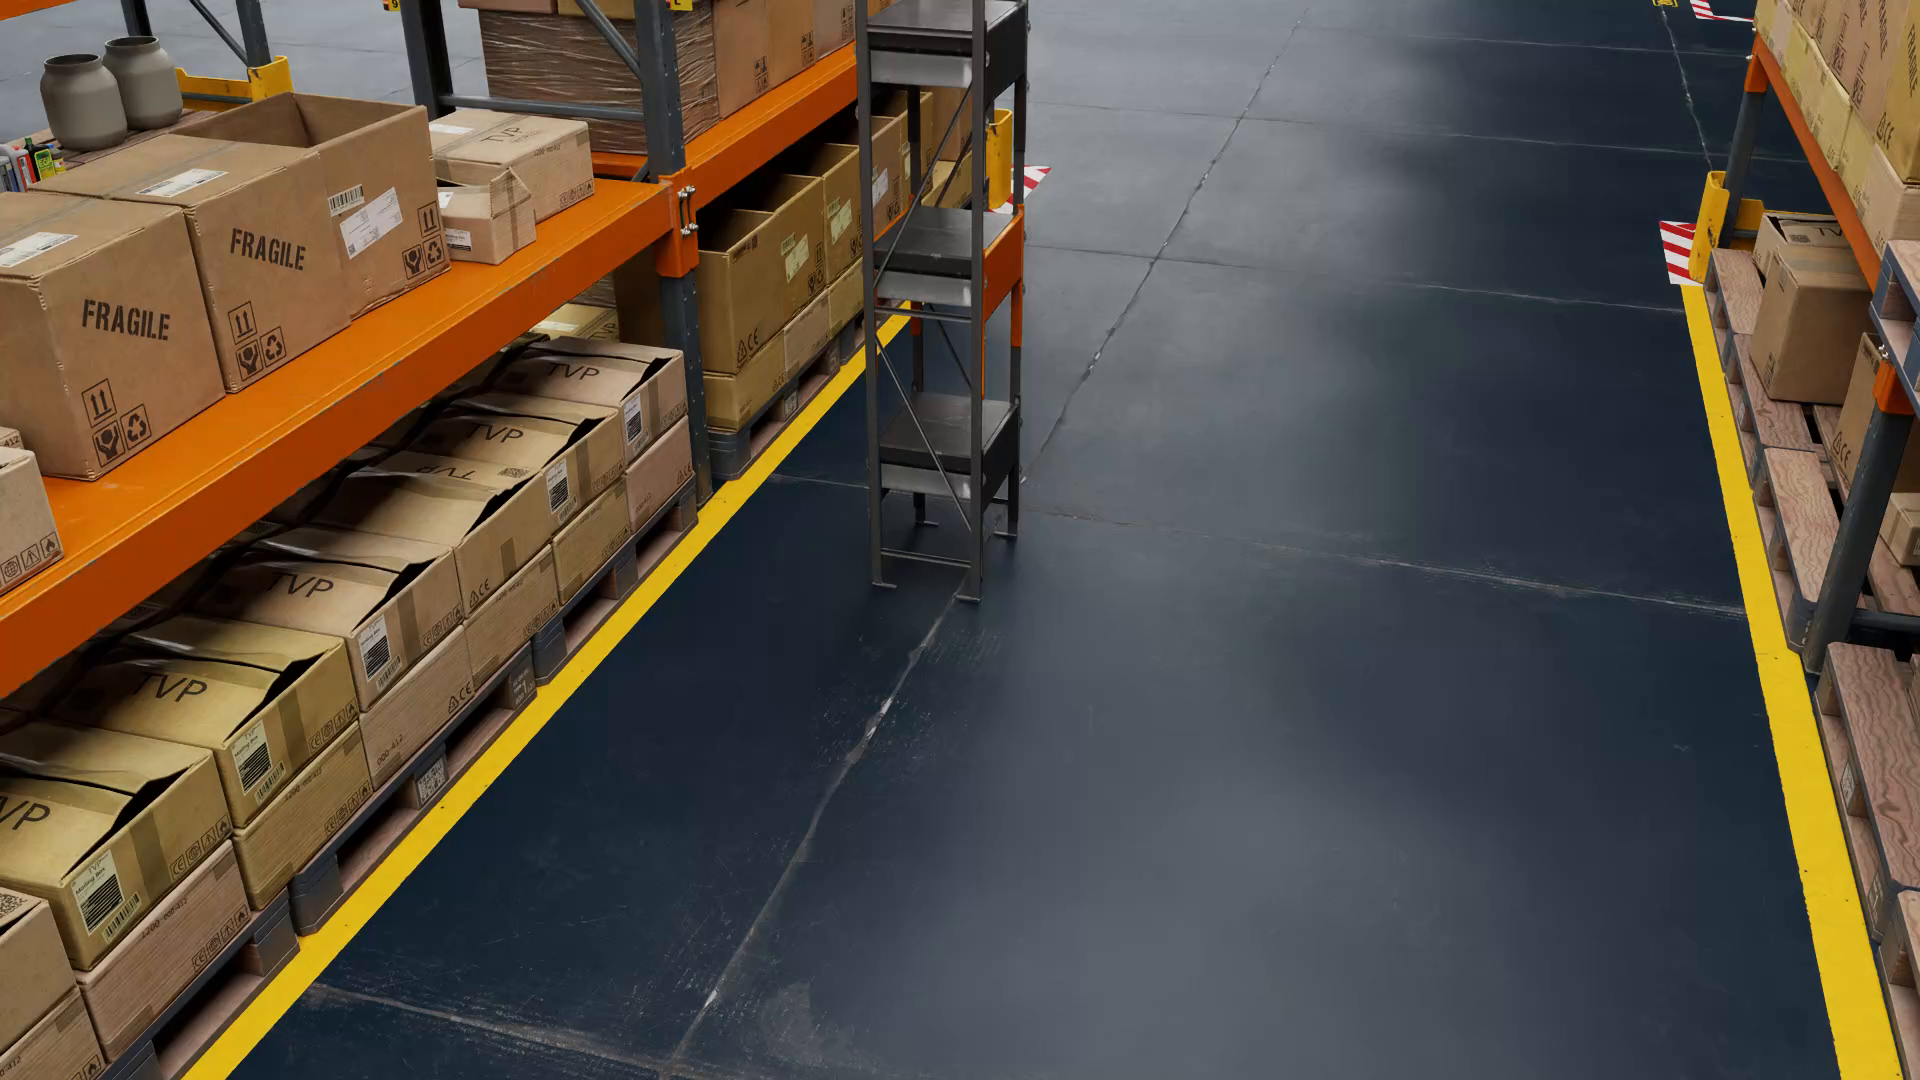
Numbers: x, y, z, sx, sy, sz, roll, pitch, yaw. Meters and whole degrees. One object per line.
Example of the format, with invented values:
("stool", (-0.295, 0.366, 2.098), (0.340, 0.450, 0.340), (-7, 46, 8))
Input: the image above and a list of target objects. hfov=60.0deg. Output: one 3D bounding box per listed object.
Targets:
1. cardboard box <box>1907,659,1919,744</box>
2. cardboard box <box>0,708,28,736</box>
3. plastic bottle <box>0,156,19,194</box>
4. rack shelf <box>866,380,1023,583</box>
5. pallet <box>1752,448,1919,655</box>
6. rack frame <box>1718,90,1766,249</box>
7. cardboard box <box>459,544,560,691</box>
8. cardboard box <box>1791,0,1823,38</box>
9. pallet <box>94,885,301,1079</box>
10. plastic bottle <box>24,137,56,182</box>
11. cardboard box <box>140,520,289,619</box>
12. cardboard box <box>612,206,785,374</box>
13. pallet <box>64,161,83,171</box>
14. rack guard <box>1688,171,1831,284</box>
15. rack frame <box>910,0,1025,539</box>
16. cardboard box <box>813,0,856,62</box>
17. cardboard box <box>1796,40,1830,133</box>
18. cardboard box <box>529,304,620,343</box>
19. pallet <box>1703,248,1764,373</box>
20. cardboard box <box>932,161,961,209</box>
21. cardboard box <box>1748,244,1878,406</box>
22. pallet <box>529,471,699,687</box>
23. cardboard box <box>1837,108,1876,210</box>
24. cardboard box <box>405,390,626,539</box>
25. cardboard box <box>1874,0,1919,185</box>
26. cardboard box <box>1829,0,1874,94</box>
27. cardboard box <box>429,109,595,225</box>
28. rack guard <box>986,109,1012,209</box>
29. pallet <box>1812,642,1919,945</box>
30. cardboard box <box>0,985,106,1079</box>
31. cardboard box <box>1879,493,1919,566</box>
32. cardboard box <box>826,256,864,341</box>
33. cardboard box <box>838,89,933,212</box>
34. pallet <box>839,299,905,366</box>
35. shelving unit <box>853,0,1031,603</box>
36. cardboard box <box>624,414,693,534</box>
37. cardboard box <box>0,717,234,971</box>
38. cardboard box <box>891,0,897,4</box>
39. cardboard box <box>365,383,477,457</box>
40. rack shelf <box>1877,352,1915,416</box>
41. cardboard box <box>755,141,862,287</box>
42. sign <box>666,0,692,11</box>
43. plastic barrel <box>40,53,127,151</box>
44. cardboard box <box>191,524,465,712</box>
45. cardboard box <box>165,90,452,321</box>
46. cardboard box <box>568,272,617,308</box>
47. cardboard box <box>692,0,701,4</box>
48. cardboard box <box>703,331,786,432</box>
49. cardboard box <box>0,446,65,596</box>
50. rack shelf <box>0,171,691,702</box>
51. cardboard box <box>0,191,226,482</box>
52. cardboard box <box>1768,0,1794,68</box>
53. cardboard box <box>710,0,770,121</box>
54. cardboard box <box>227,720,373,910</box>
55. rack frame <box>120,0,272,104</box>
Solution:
("cardboard box", (3.068, 0.421, 4.526), (0.700, 0.500, 0.500), (10, 30, 17))
("cardboard box", (-2.578, 0.582, 3.937), (0.500, 0.311, 0.500), (8, 30, 14))
("plastic bottle", (-5.290, -2.004, 9.117), (0.152, 0.276, 0.135), (8, 30, 13))
("rack shelf", (-0.049, -0.217, 5.948), (0.431, 0.518, 0.480), (8, 30, 15))
("pallet", (3.431, 0.078, 5.893), (1.003, 0.211, 1.213), (8, 30, 15))
("rack frame", (4.442, -2.682, 7.986), (1.000, 3.000, 0.127), (8, 30, 15))
("cardboard box", (-1.613, 0.196, 5.208), (0.500, 0.250, 0.500), (9, 30, 16))
("cardboard box", (3.702, -2.307, 6.674), (0.500, 0.500, 0.500), (8, 30, 13))
("pallet", (-2.364, 1.172, 3.926), (1.003, 0.211, 1.213), (8, 30, 15))
("plastic bottle", (-5.166, -2.128, 9.332), (0.061, 0.283, 0.133), (9, 30, 16))
("cardboard box", (-2.278, 0.116, 4.776), (0.500, 0.311, 0.500), (9, 30, 16))
("cardboard box", (-1.033, -1.009, 6.603), (0.500, 0.500, 0.500), (8, 30, 15))
("pallet", (-5.610, -1.894, 9.437), (1.003, 0.211, 1.213), (8, 30, 15))
("rack guard", (4.419, -1.555, 8.530), (1.175, 0.500, 0.348), (8, 30, 15))
("rack frame", (0.023, -0.954, 5.805), (0.400, 2.100, 0.015), (8, 30, 15))
("cardboard box", (-0.896, -2.496, 7.549), (0.700, 0.500, 0.500), (9, 30, 16))
("cardboard box", (3.551, -1.730, 6.408), (0.500, 0.250, 0.500), (9, 30, 15))
("cardboard box", (-1.542, -0.757, 6.922), (0.500, 0.250, 0.500), (8, 30, 15))
("pallet", (4.147, -1.056, 7.931), (1.003, 0.211, 1.213), (8, 30, 15))
("cardboard box", (-0.305, -1.844, 8.876), (0.500, 0.250, 0.500), (8, 30, 15))
("cardboard box", (3.722, -0.875, 6.856), (0.700, 0.500, 0.500), (7, 30, 12))
("pallet", (-1.648, 0.038, 5.965), (1.003, 0.211, 1.213), (8, 30, 15))
("cardboard box", (3.271, -1.260, 5.564), (0.500, 0.250, 0.500), (9, 30, 15))
("cardboard box", (-1.460, -0.284, 5.494), (0.500, 0.311, 0.500), (9, 30, 16))
("cardboard box", (3.111, -1.358, 4.968), (0.500, 0.500, 0.500), (8, 30, 15))
("cardboard box", (3.410, -1.823, 5.805), (0.500, 0.500, 0.500), (8, 30, 13))
("cardboard box", (-1.572, -1.228, 5.526), (0.500, 0.250, 0.500), (10, 31, 18))
("rack guard", (-0.288, -2.306, 9.882), (1.175, 0.500, 0.348), (8, 30, 15))
("pallet", (3.041, 0.757, 4.672), (1.003, 0.211, 1.213), (8, 30, 15))
("cardboard box", (-2.209, 1.147, 3.499), (0.500, 0.250, 0.500), (8, 30, 15))
("cardboard box", (3.396, -0.030, 5.681), (0.380, 0.166, 0.250), (5, 29, 8))
("cardboard box", (-0.740, -1.146, 7.621), (0.500, 0.250, 0.500), (8, 30, 15))
("cardboard box", (-0.447, -1.939, 8.274), (0.500, 0.500, 0.500), (8, 30, 15))
("pallet", (-0.839, -1.242, 8.266), (1.003, 0.211, 1.213), (8, 30, 15))
("shelving unit", (-0.049, -0.841, 5.601), (0.431, 2.100, 0.503), (8, 30, 15))
("cardboard box", (-1.314, -0.276, 6.058), (0.500, 0.250, 0.500), (8, 30, 14))
("cardboard box", (-2.062, 0.657, 3.804), (0.500, 0.311, 0.500), (8, 30, 14))
("cardboard box", (-0.594, -2.971, 8.403), (0.700, 0.500, 0.500), (9, 30, 16))
("cardboard box", (-1.980, -0.367, 5.644), (0.500, 0.311, 0.500), (8, 30, 14))
("rack shelf", (2.681, 0.420, 3.149), (1.077, 0.370, 4.000), (8, 30, 15))
("cardboard box", (-0.740, -1.474, 7.439), (0.500, 0.500, 0.500), (8, 30, 15))
("sign", (-0.947, -1.927, 5.519), (0.100, 0.325, 0.005), (8, 30, 15))
("plastic barrel", (-5.296, -2.643, 10.042), (0.421, 0.512, 0.421), (0, 29, 0))
("cardboard box", (-1.760, 0.181, 4.659), (0.500, 0.311, 0.500), (8, 30, 14))
("cardboard box", (-1.865, -0.973, 4.810), (0.500, 0.500, 0.500), (11, 31, 18))
("cardboard box", (-1.384, -1.316, 7.154), (0.500, 0.500, 0.500), (8, 30, 15))
("cardboard box", (-1.131, -2.070, 6.115), (0.380, 0.149, 0.250), (9, 30, 16))
("cardboard box", (-1.043, -0.683, 6.788), (0.500, 0.250, 0.500), (8, 30, 15))
("cardboard box", (-2.195, -0.019, 3.290), (0.500, 0.311, 0.500), (8, 30, 14))
("rack shelf", (-2.056, -0.285, 4.416), (1.077, 0.370, 4.000), (8, 30, 15))
("cardboard box", (-2.166, -0.495, 3.952), (0.500, 0.500, 0.500), (7, 30, 12))
("cardboard box", (3.856, -2.201, 7.254), (0.500, 0.250, 0.500), (8, 30, 13))
("cardboard box", (-1.196, -2.025, 6.703), (0.700, 0.500, 0.500), (8, 30, 14))
("cardboard box", (-1.915, 0.671, 4.355), (0.500, 0.250, 0.500), (8, 30, 14))
("rack frame", (-5.029, -4.096, 10.527), (1.000, 3.000, 0.127), (8, 30, 15))
